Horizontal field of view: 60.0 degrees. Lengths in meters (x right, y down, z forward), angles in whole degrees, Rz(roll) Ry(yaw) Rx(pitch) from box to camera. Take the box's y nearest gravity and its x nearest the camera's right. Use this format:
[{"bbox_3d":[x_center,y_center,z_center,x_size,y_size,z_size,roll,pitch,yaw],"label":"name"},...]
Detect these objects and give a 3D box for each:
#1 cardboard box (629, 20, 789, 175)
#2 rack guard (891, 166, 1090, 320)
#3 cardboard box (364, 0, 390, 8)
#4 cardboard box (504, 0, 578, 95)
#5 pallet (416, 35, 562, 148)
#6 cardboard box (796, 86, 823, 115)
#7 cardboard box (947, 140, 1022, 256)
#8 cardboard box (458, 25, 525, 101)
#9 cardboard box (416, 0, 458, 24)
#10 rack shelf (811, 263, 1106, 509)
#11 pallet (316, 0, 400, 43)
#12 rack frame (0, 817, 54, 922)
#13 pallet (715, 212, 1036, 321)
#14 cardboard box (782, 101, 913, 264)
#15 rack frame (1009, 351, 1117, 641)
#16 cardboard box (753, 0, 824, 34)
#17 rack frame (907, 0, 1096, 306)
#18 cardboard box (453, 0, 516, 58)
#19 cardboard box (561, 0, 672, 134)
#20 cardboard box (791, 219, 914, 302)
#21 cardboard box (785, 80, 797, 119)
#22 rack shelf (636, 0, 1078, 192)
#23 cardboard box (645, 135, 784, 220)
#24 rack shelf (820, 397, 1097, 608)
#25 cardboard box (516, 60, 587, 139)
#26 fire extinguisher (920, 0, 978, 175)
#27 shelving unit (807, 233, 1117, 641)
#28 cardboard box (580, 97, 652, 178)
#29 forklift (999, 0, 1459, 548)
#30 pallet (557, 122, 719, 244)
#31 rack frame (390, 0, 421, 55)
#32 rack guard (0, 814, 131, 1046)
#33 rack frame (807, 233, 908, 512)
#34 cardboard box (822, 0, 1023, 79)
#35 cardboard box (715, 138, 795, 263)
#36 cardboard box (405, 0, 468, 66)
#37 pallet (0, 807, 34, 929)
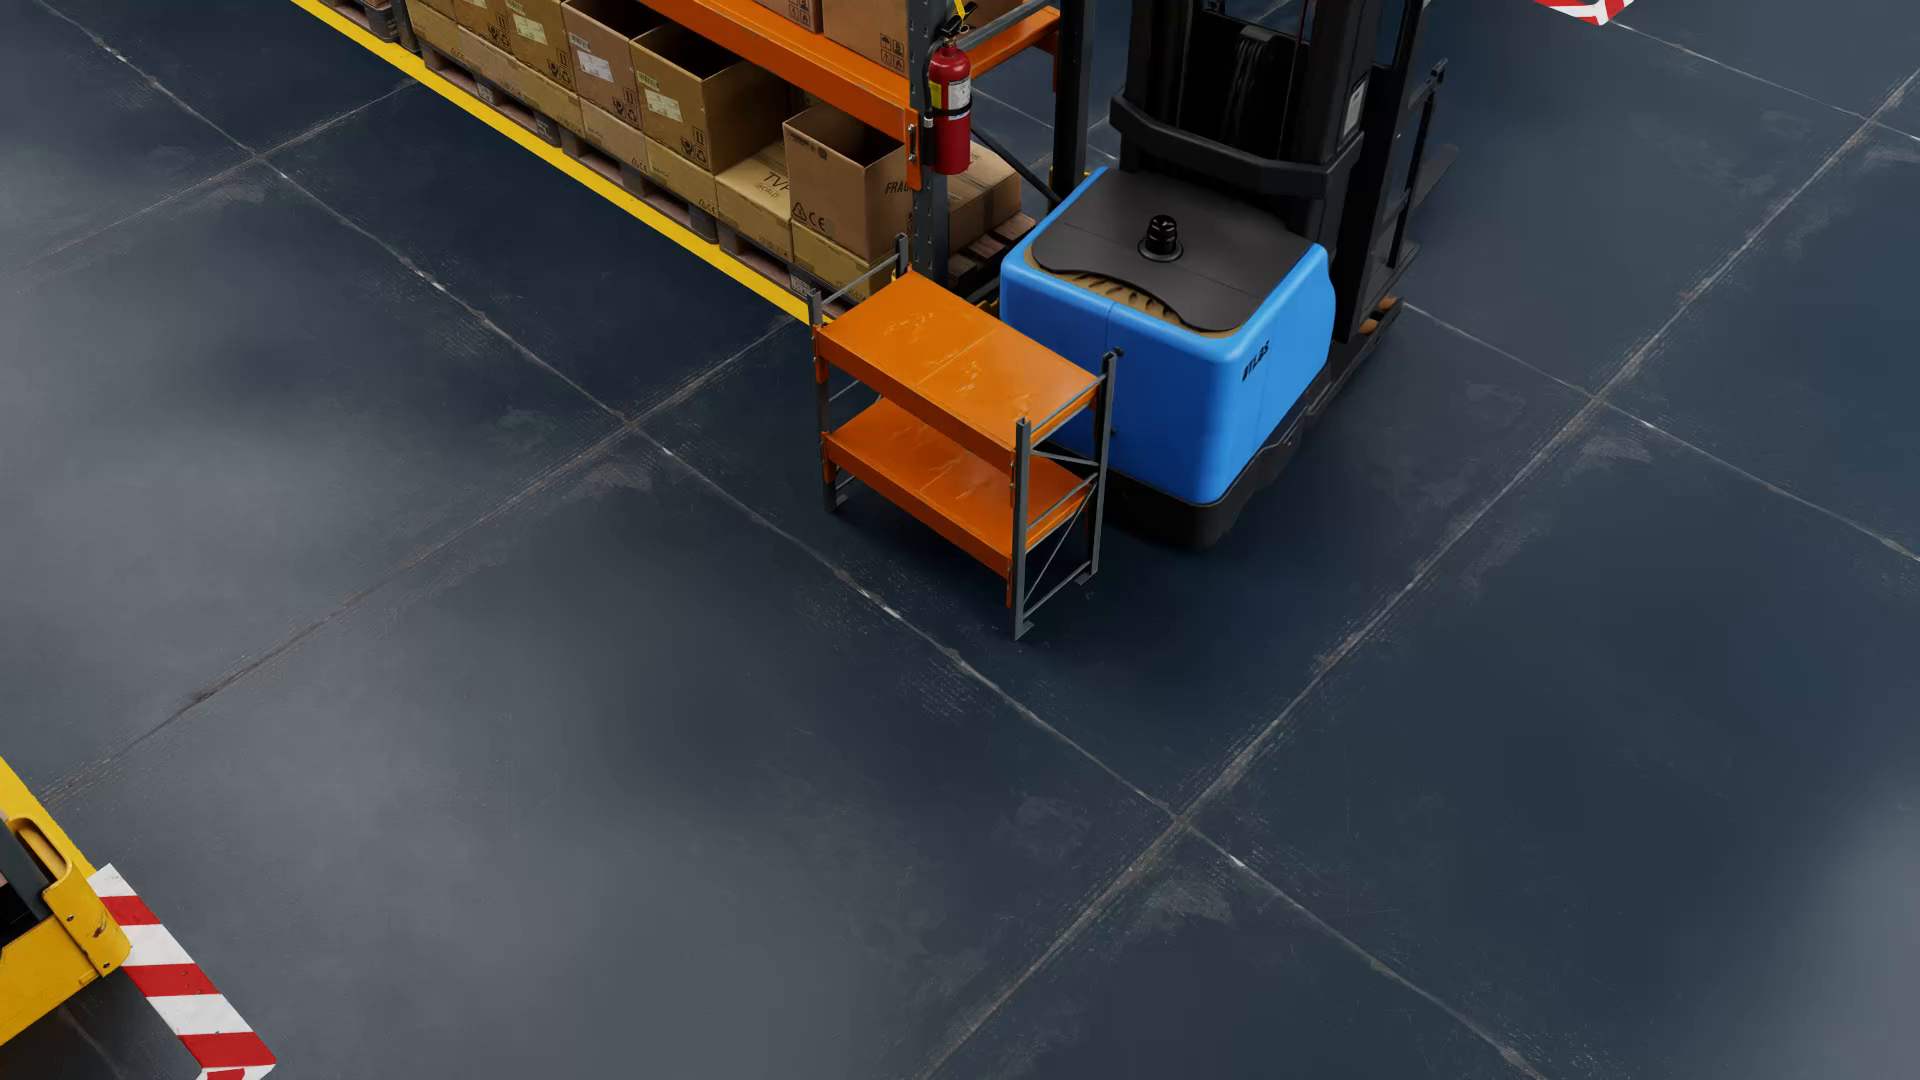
[{"bbox_3d":[-1.157,-2.112,7.759,0.500,0.500,0.500,34,55,28],"label":"cardboard box"},{"bbox_3d":[0.201,-1.193,7.527,0.348,0.500,1.175,34,55,28],"label":"rack guard"},{"bbox_3d":[-3.257,-3.290,9.380,0.500,0.250,0.500,33,55,27],"label":"cardboard box"},{"bbox_3d":[-1.892,-2.606,8.223,0.500,0.500,0.500,34,55,28],"label":"cardboard box"},{"bbox_3d":[-2.200,-2.668,9.110,1.213,0.211,1.003,34,55,28],"label":"pallet"},{"bbox_3d":[-0.428,-2.150,7.795,0.500,0.500,0.500,34,55,28],"label":"cardboard box"},{"bbox_3d":[-0.059,-1.647,7.837,0.500,0.250,0.500,34,55,28],"label":"cardboard box"},{"bbox_3d":[-2.256,-2.599,8.731,0.500,0.250,0.500,34,55,28],"label":"cardboard box"},{"bbox_3d":[-2.627,-3.100,8.687,0.500,0.500,0.500,34,55,28],"label":"cardboard box"},{"bbox_3d":[-0.005,-0.589,6.130,1.000,0.278,0.538,34,55,28],"label":"rack shelf"},{"bbox_3d":[-3.323,-3.427,9.823,1.213,0.211,1.003,34,55,28],"label":"pallet"},{"bbox_3d":[-3.173,0.596,4.133,0.127,3.000,1.000,34,55,28],"label":"rack frame"},{"bbox_3d":[-0.407,-1.461,7.977,1.213,0.211,1.003,34,55,28],"label":"pallet"},{"bbox_3d":[-0.412,-1.625,7.302,0.500,0.500,0.500,34,55,28],"label":"cardboard box"},{"bbox_3d":[0.369,-0.137,6.107,0.032,1.125,0.500,34,55,28],"label":"rack frame"},{"bbox_3d":[-0.540,-2.589,7.055,0.500,0.500,0.700,35,56,29],"label":"cardboard box"},{"bbox_3d":[0.184,-2.060,6.627,0.127,3.000,1.000,34,55,28],"label":"rack frame"},{"bbox_3d":[-2.254,-2.857,8.459,0.500,0.500,0.500,34,55,28],"label":"cardboard box"},{"bbox_3d":[-1.523,-2.360,7.992,0.500,0.500,0.500,34,55,28],"label":"cardboard box"},{"bbox_3d":[-0.411,-1.370,7.576,0.500,0.250,0.500,34,55,28],"label":"cardboard box"},{"bbox_3d":[-0.804,-2.390,8.020,0.500,0.500,0.500,34,55,28],"label":"cardboard box"},{"bbox_3d":[-1.286,-2.803,7.817,4.000,0.370,1.077,34,55,28],"label":"rack shelf"},{"bbox_3d":[-1.155,-1.857,8.034,0.500,0.250,0.500,34,55,28],"label":"cardboard box"},{"bbox_3d":[-0.005,-0.221,6.521,1.000,0.278,0.538,34,55,28],"label":"rack shelf"},{"bbox_3d":[-1.893,-2.349,8.496,0.500,0.250,0.500,34,55,28],"label":"cardboard box"},{"bbox_3d":[-0.044,-1.726,6.366,0.183,0.674,0.296,34,55,28],"label":"fire extinguisher"},{"bbox_3d":[-0.005,-0.388,6.343,1.048,1.125,0.538,34,55,28],"label":"shelving unit"},{"bbox_3d":[-1.521,-2.105,8.267,0.500,0.250,0.500,34,55,28],"label":"cardboard box"},{"bbox_3d":[1.372,-2.021,6.637,1.130,2.935,3.031,26,52,22],"label":"forklift"},{"bbox_3d":[-1.299,-2.065,8.544,1.213,0.211,1.003,34,55,28],"label":"pallet"},{"bbox_3d":[-2.756,-4.038,8.484,0.127,3.000,1.000,34,55,28],"label":"rack frame"},{"bbox_3d":[-3.229,1.414,5.080,0.348,0.500,1.175,34,55,28],"label":"rack guard"},{"bbox_3d":[-0.379,-0.640,6.579,0.032,1.125,0.500,34,55,28],"label":"rack frame"},{"bbox_3d":[-0.151,-2.332,6.813,0.500,0.500,0.700,34,55,28],"label":"cardboard box"},{"bbox_3d":[-0.786,-1.610,7.802,0.500,0.250,0.500,34,55,28],"label":"cardboard box"},{"bbox_3d":[-2.620,-2.849,8.965,0.500,0.250,0.500,34,55,28],"label":"cardboard box"},{"bbox_3d":[-3.802,1.092,5.580,1.213,0.211,1.003,34,55,28],"label":"pallet"}]
